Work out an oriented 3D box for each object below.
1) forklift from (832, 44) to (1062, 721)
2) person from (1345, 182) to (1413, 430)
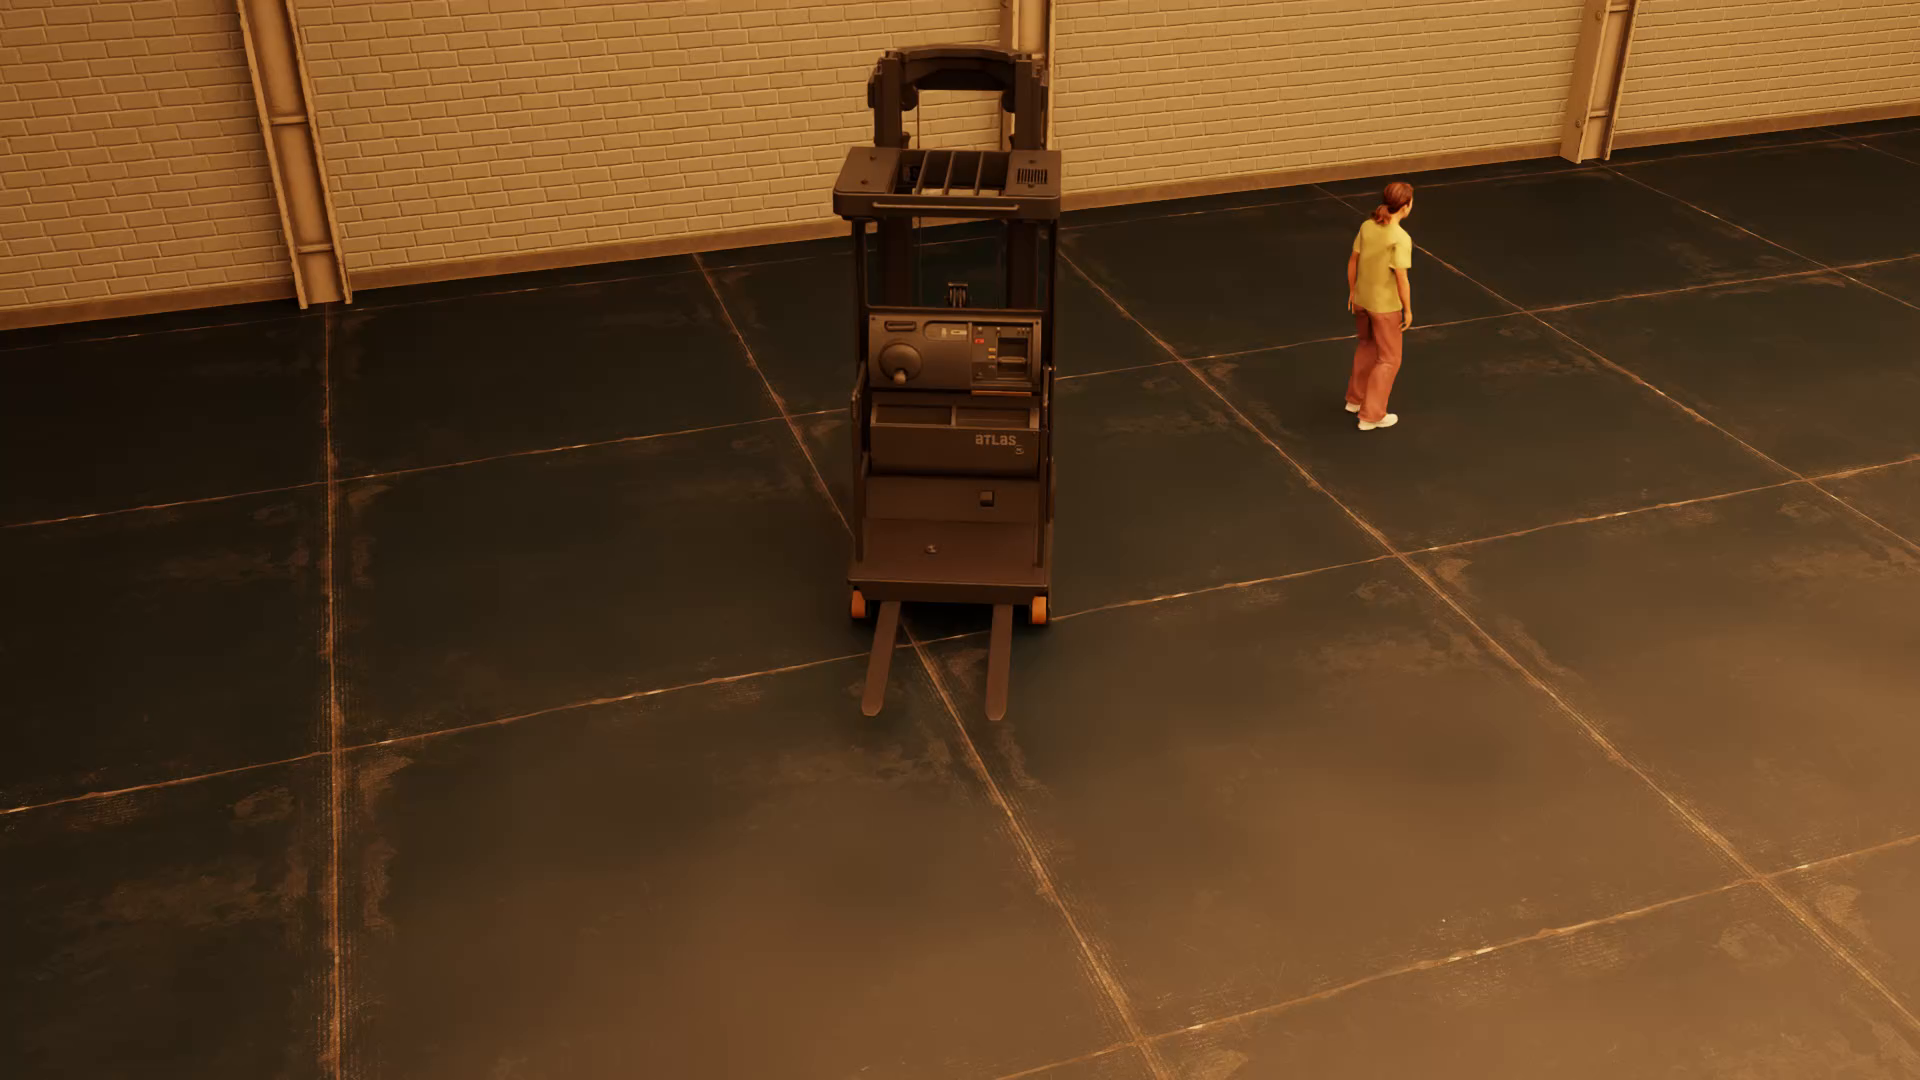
[{"bbox_3d":[-0.039,-0.967,8.767,1.130,2.935,3.031,2,30,3],"label":"forklift"},{"bbox_3d":[2.837,-1.565,11.093,0.412,1.684,0.525,-16,33,-25],"label":"person"}]
